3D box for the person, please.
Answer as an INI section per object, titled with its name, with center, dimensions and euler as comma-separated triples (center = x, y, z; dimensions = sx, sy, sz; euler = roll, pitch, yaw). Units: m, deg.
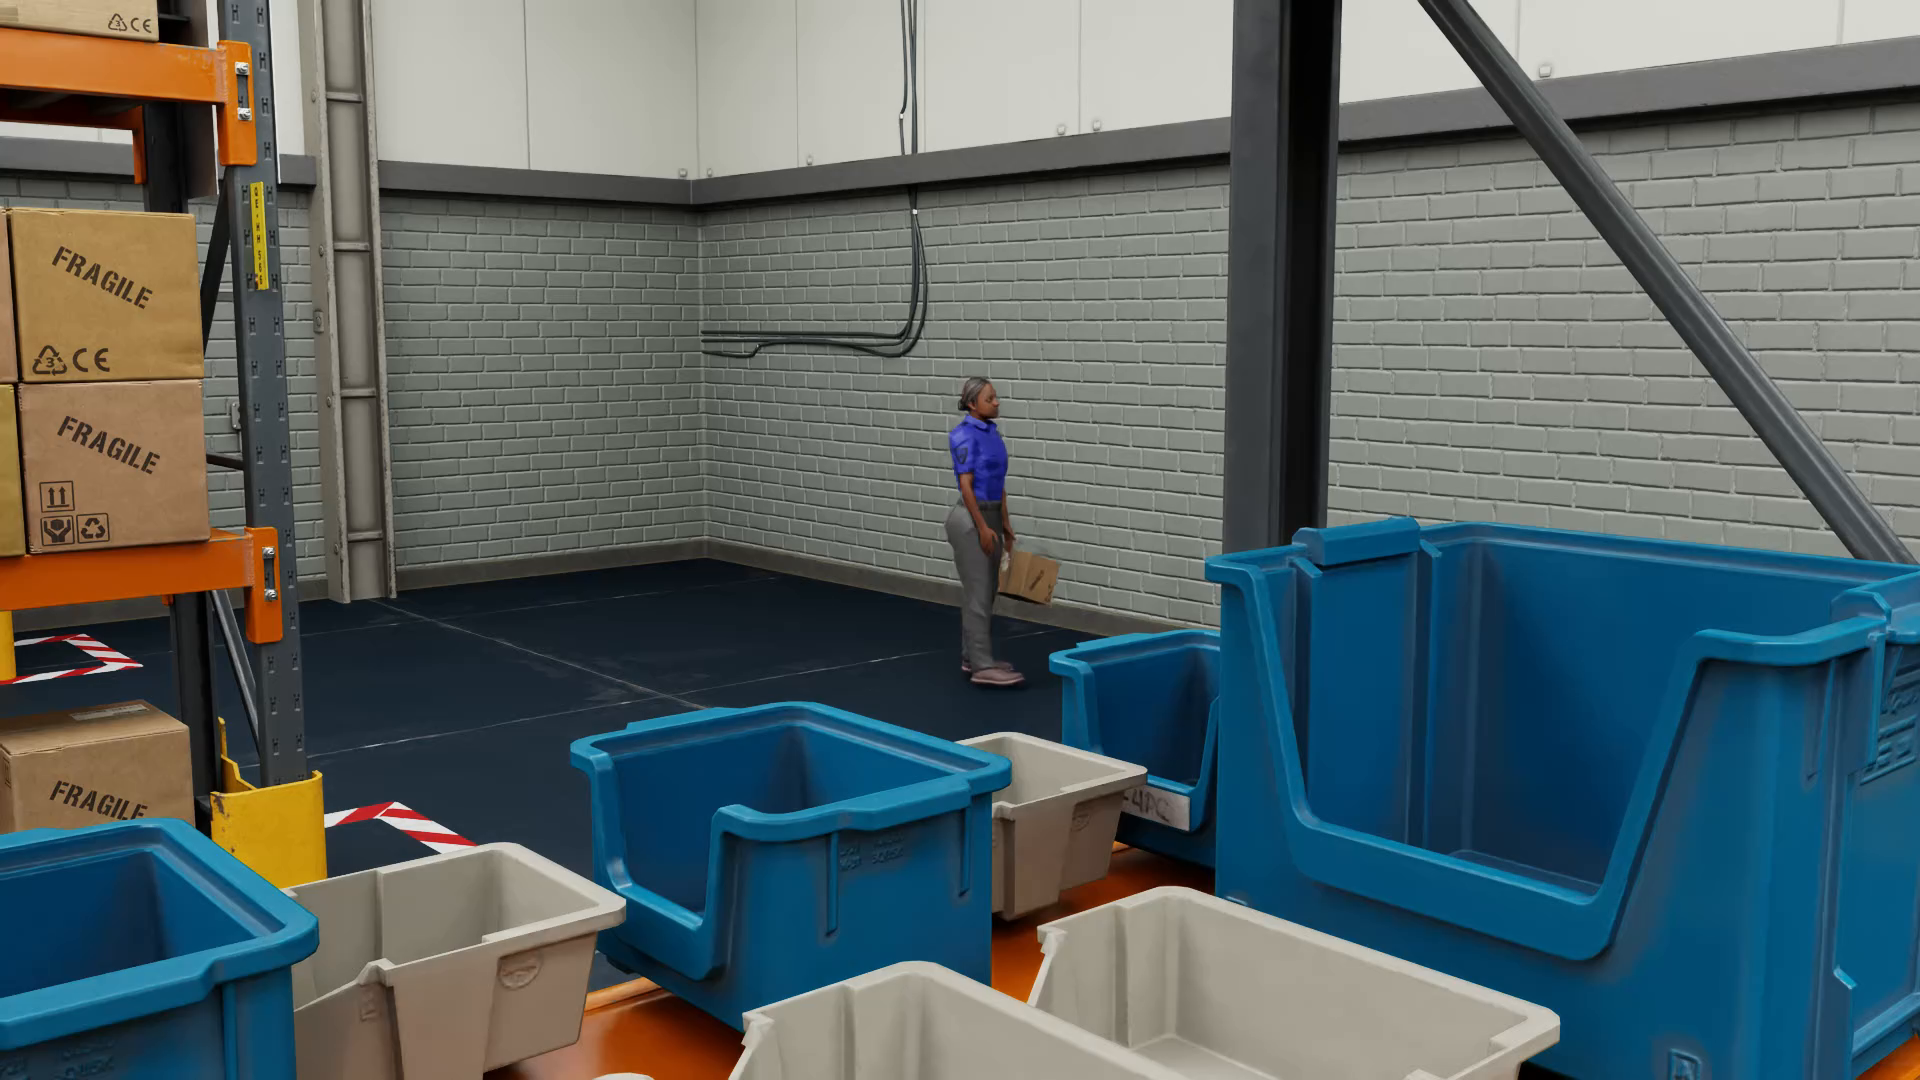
[person]
center = 0.188, -0.053, 9.058
dimensions = 0.477, 1.663, 0.496
euler = 4, 8, 26
